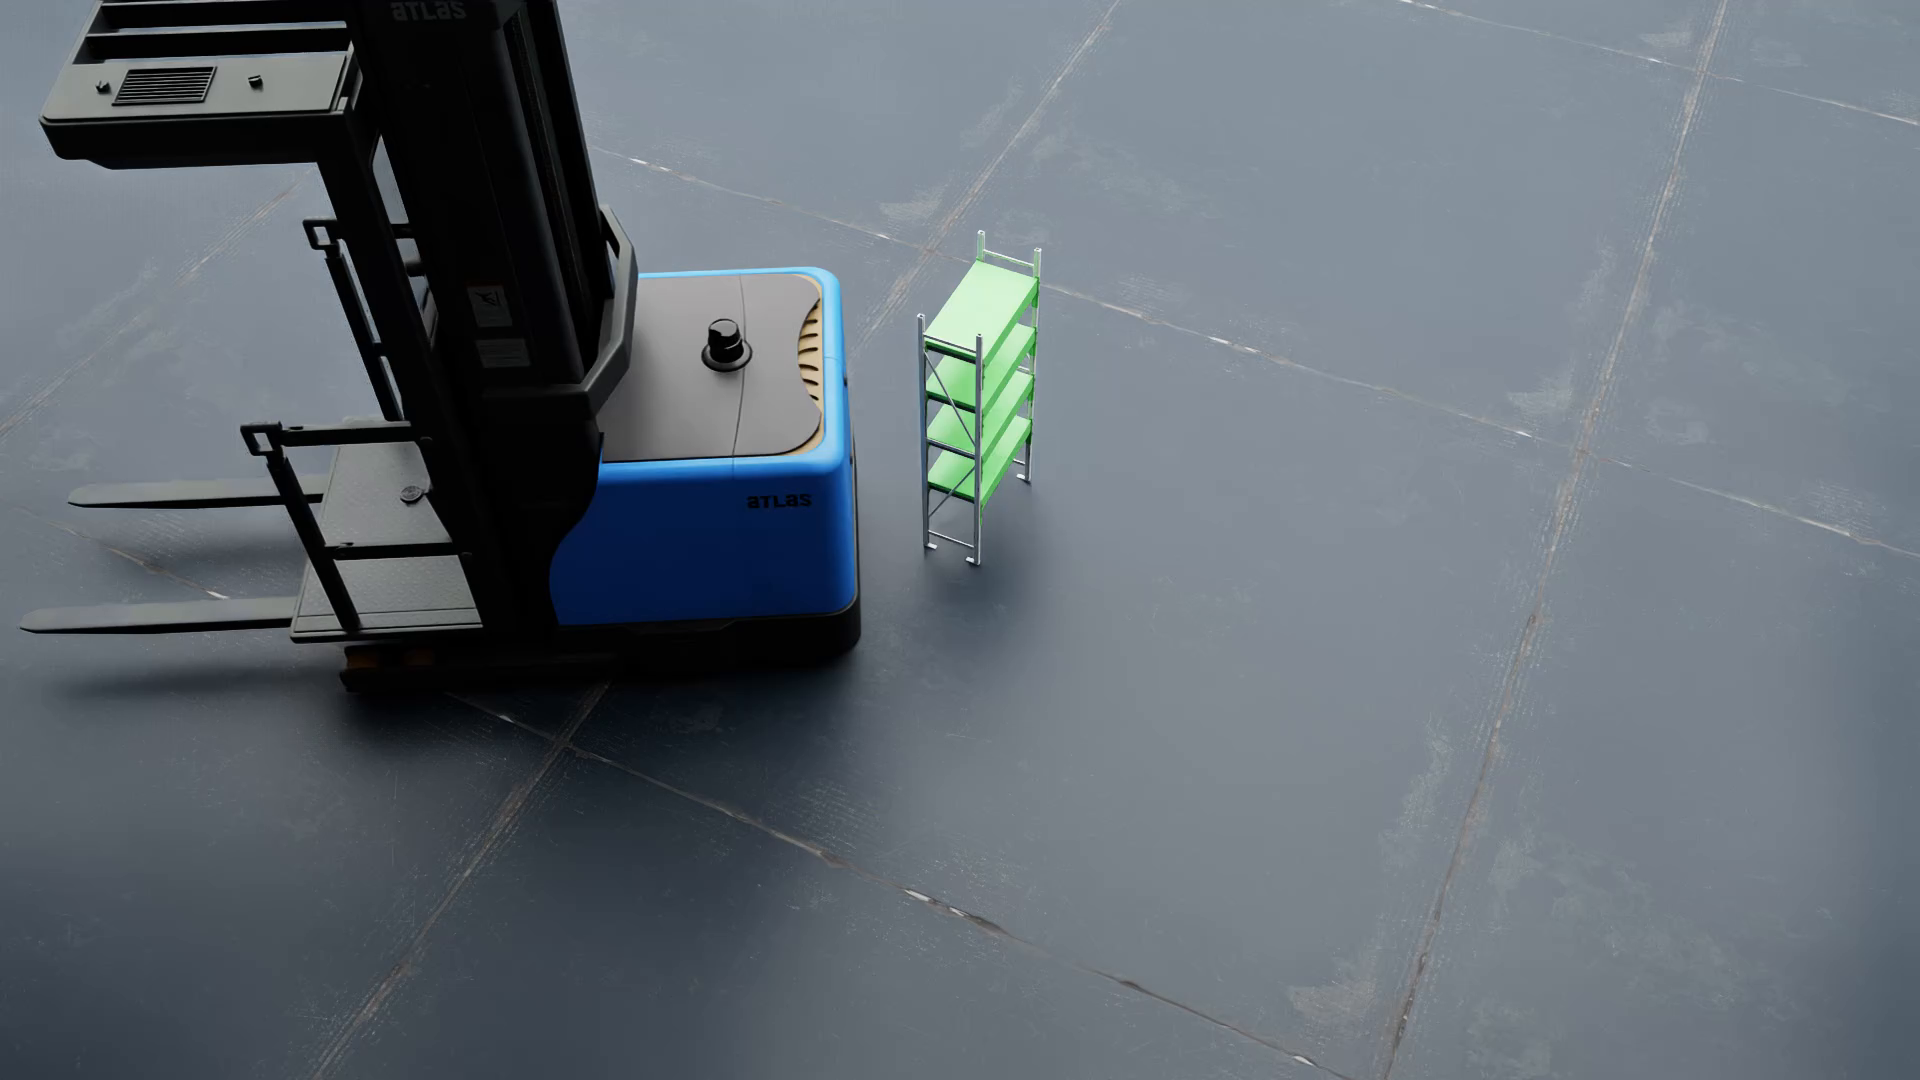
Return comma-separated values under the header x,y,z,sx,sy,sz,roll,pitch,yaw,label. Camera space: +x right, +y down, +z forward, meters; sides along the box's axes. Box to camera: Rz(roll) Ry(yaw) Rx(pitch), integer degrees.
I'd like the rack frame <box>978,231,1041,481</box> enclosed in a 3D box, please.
x,y,z,sx,sy,sz,roll,pitch,yaw,label
0.175,-0.671,6.348,0.240,1.200,0.015,20,52,16,rack frame

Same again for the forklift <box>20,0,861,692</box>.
x,y,z,sx,sy,sz,roll,pitch,yaw,label
-1.906,-0.811,5.331,3.031,2.935,1.130,-3,50,-2,forklift

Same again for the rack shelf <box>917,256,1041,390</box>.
x,y,z,sx,sy,sz,roll,pitch,yaw,label
0.071,-0.772,5.888,0.258,0.148,0.480,20,52,16,rack shelf

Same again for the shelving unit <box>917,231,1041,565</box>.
x,y,z,sx,sy,sz,roll,pitch,yaw,label
0.071,-0.503,6.205,0.258,1.200,0.503,20,52,16,shelving unit

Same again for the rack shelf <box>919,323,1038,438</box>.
x,y,z,sx,sy,sz,roll,pitch,yaw,label
0.071,-0.617,6.071,0.258,0.148,0.480,20,52,16,rack shelf

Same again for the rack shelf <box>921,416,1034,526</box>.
x,y,z,sx,sy,sz,roll,pitch,yaw,label
0.071,-0.306,6.437,0.258,0.148,0.480,20,52,16,rack shelf

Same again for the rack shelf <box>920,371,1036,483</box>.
x,y,z,sx,sy,sz,roll,pitch,yaw,label
0.071,-0.461,6.254,0.258,0.148,0.480,20,52,16,rack shelf

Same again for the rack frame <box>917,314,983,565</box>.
x,y,z,sx,sy,sz,roll,pitch,yaw,label
-0.034,-0.335,6.062,0.240,1.200,0.015,20,52,16,rack frame
